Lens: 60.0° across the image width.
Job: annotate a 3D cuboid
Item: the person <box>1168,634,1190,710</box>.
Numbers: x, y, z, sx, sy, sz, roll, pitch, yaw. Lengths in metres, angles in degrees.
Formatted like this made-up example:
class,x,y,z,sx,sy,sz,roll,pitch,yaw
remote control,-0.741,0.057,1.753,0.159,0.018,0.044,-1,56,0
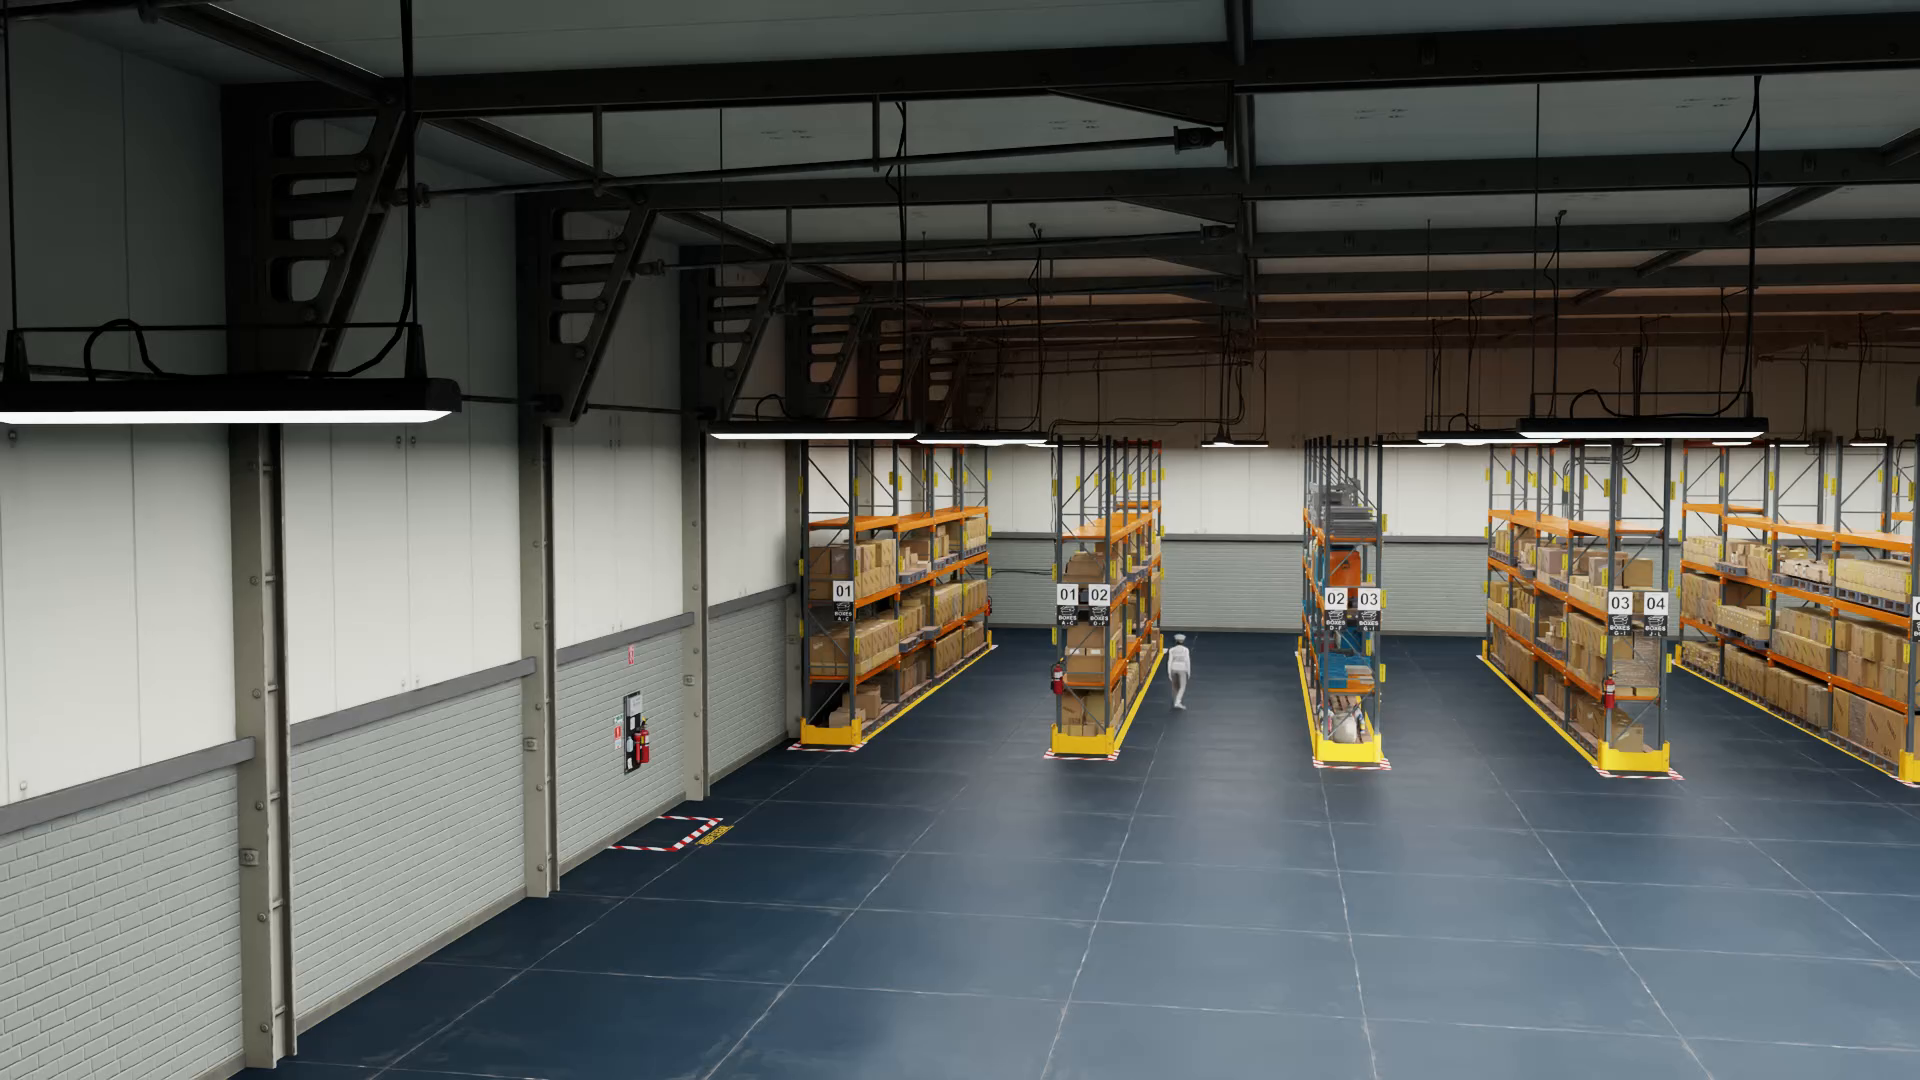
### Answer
class,x,y,z,sx,sy,sz,roll,pitch,yaw
person,4.820,2.904,36.577,0.512,1.661,0.897,2,3,27

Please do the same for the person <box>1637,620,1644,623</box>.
class,x,y,z,sx,sy,sz,roll,pitch,yaw
person,19.530,2.266,48.025,0.610,1.660,1.005,2,3,27

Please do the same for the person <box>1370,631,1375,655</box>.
class,x,y,z,sx,sy,sz,roll,pitch,yaw
person,11.553,2.369,46.633,0.541,1.649,0.706,-2,4,-32
